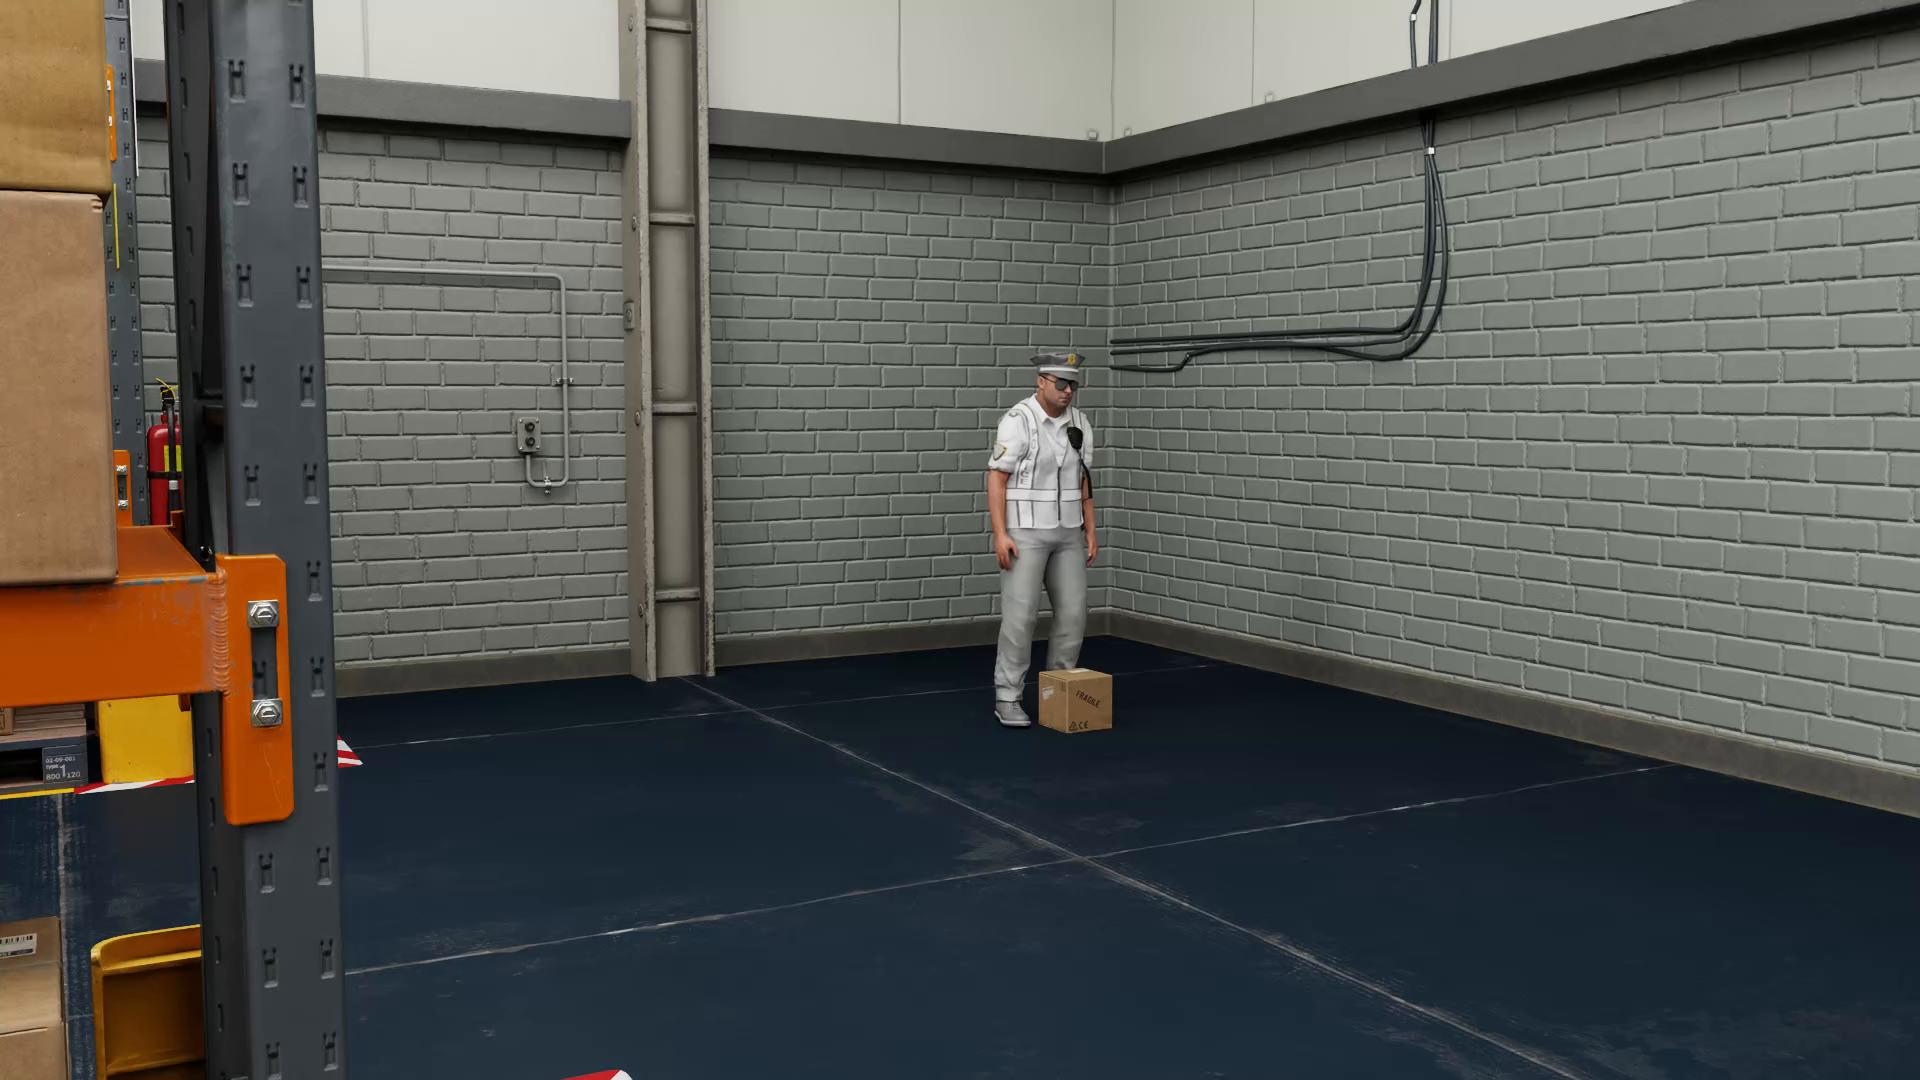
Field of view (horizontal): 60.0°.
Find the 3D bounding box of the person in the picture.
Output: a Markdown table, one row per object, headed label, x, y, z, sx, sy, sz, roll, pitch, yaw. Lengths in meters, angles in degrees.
| label | x | y | z | sx | sy | sz | roll | pitch | yaw |
| --- | --- | --- | --- | --- | --- | --- | --- | --- | --- |
| person | 0.394 | -0.020 | 7.932 | 0.585 | 1.747 | 0.440 | -3 | 6 | -31 |
